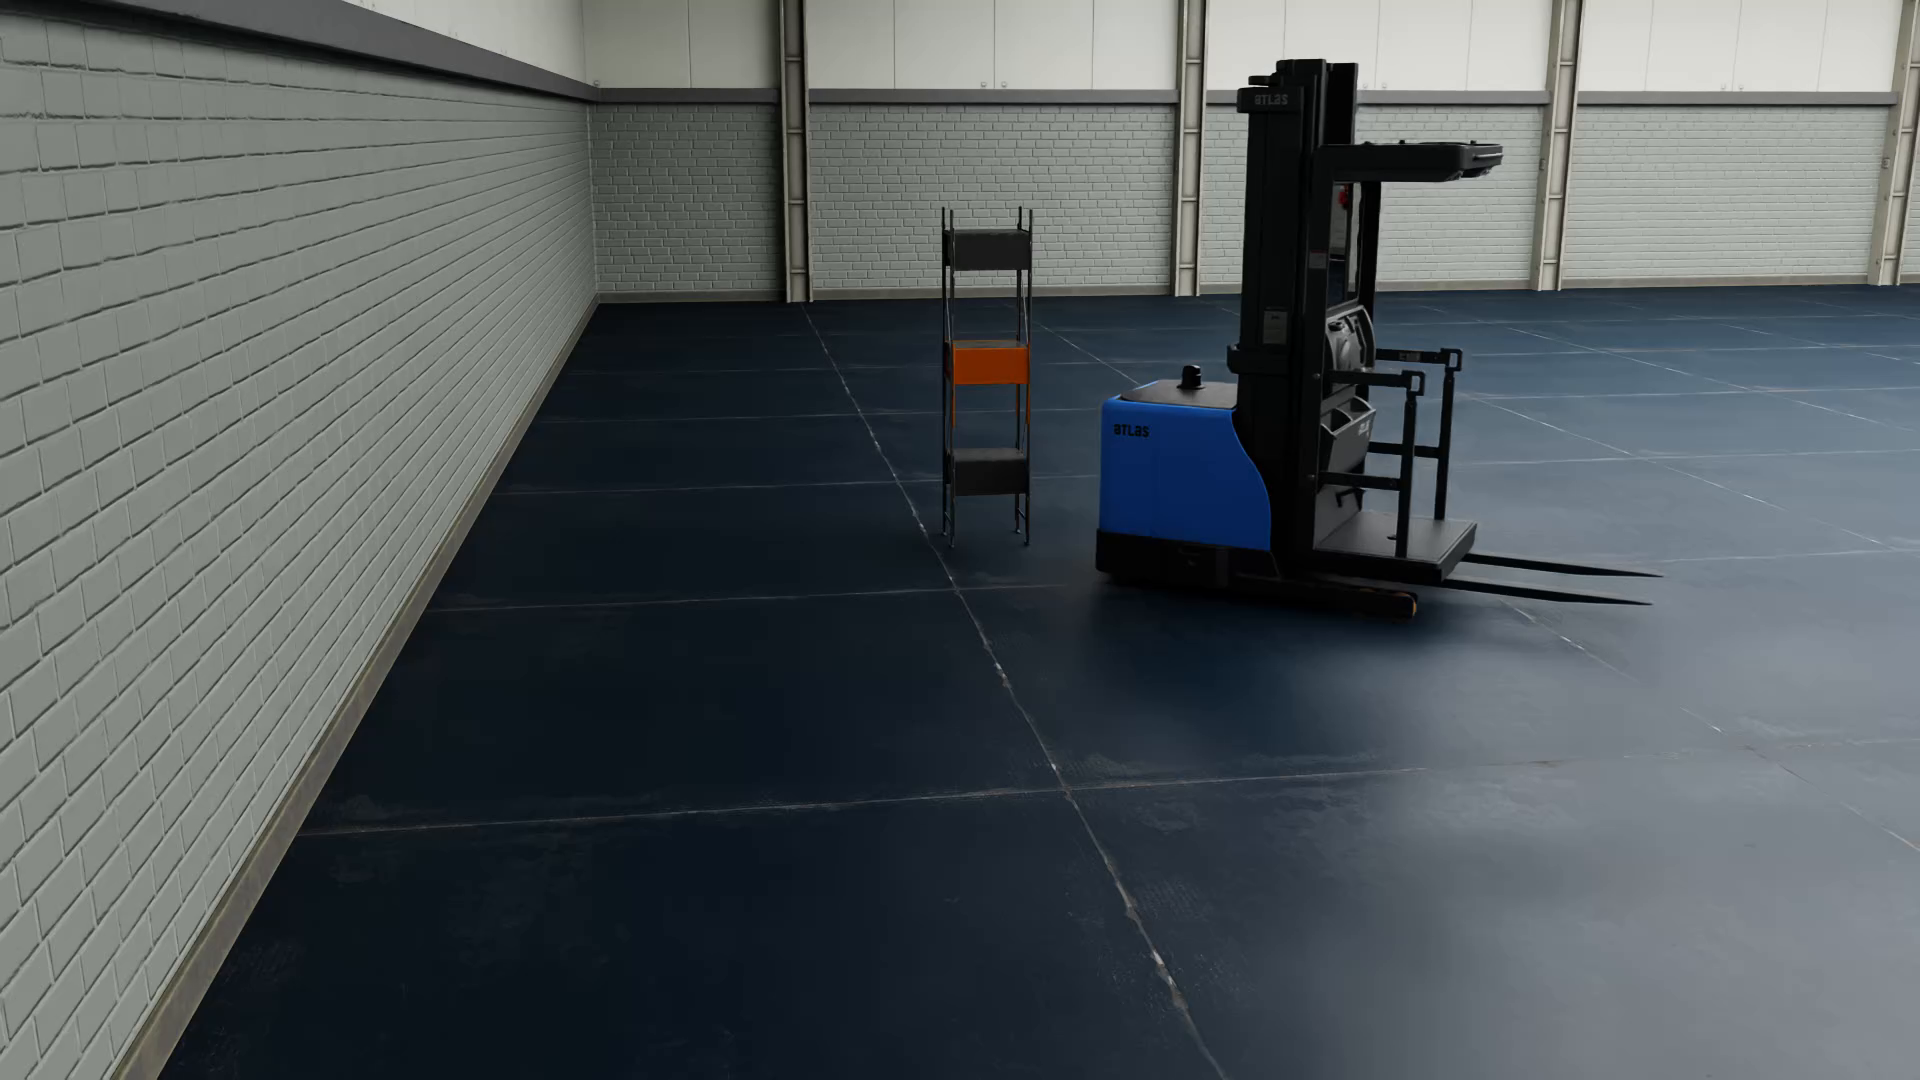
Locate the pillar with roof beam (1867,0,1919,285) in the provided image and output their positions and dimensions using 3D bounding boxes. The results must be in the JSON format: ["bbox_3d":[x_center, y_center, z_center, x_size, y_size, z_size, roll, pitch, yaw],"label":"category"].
[{"bbox_3d":[16.013,-7.589,22.484,0.400,9.000,9.100,-2,14,-8],"label":"pillar with roof beam"}]

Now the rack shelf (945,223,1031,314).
[{"bbox_3d":[0.164,-1.690,10.323,0.480,0.518,0.431,-2,14,-8],"label":"rack shelf"}]

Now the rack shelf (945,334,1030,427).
[{"bbox_3d":[0.164,-1.011,10.494,0.480,0.518,0.431,-2,14,-8],"label":"rack shelf"}]

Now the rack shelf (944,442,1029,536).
[{"bbox_3d":[0.164,-0.332,10.664,0.480,0.518,0.431,-2,14,-8],"label":"rack shelf"}]

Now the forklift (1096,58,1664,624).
[{"bbox_3d":[2.347,-1.119,9.160,3.031,2.935,1.130,7,16,26],"label":"forklift"}]

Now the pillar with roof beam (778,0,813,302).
[{"bbox_3d":[-1.786,-6.937,19.883,0.400,9.000,9.100,-2,14,-8],"label":"pillar with roof beam"}]

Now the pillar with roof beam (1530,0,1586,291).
[{"bbox_3d":[10.080,-7.372,21.617,0.400,9.000,9.100,-2,14,-8],"label":"pillar with roof beam"}]

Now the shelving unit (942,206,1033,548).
[{"bbox_3d":[0.164,-1.024,10.490,0.503,2.100,0.431,-2,14,-8],"label":"shelving unit"}]

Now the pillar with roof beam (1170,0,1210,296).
[{"bbox_3d":[4.147,-7.154,20.750,0.400,9.000,9.100,-2,14,-8],"label":"pillar with roof beam"}]

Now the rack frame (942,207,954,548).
[{"bbox_3d":[-0.078,-1.016,10.455,0.015,2.100,0.400,-2,14,-8],"label":"rack frame"}]

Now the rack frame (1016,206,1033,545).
[{"bbox_3d":[0.405,-1.033,10.526,0.015,2.100,0.400,-2,14,-8],"label":"rack frame"}]
